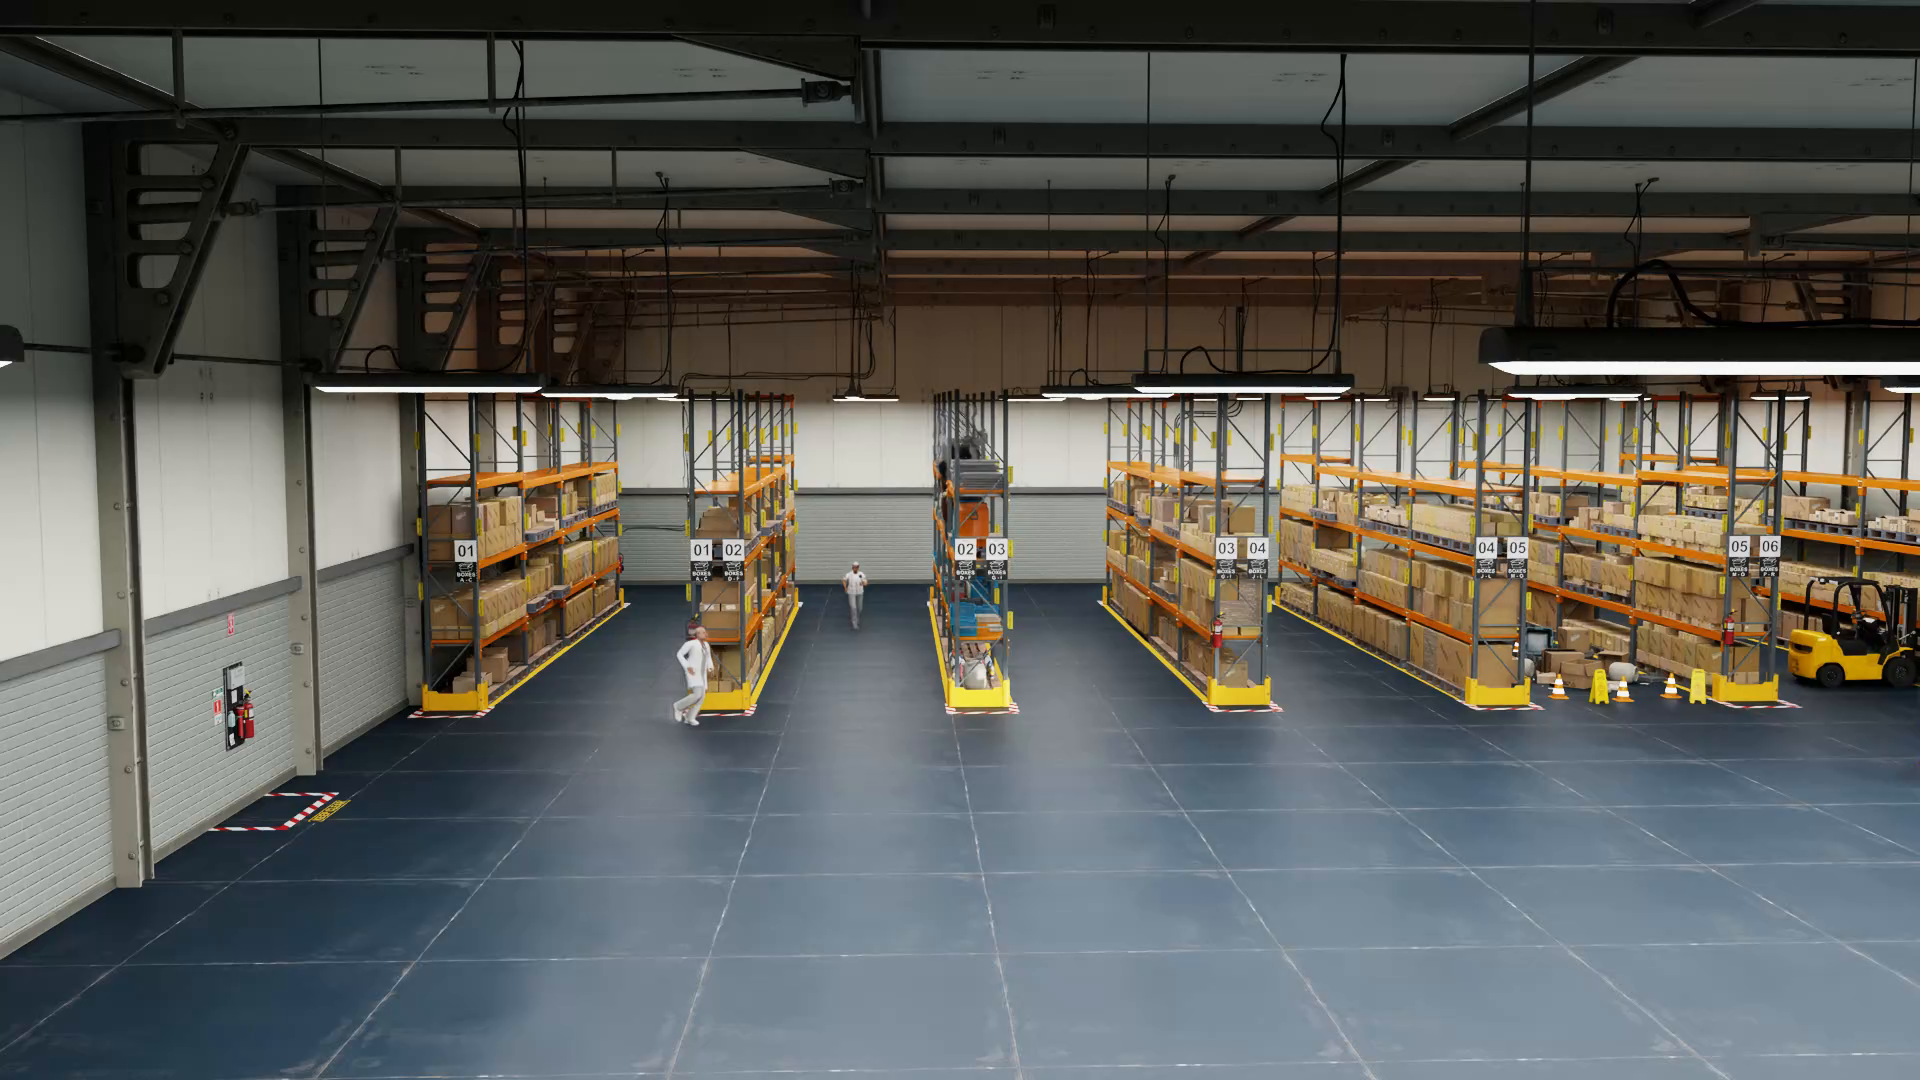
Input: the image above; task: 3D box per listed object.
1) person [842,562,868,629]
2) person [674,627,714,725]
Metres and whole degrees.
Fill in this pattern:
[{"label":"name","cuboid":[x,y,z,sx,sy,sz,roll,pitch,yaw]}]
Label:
[{"label":"person","cuboid":[-2.673,1.398,42.626,0.602,1.661,0.940,-1,5,-16]},{"label":"person","cuboid":[-4.744,2.433,29.938,0.605,1.729,0.756,3,5,30]}]
